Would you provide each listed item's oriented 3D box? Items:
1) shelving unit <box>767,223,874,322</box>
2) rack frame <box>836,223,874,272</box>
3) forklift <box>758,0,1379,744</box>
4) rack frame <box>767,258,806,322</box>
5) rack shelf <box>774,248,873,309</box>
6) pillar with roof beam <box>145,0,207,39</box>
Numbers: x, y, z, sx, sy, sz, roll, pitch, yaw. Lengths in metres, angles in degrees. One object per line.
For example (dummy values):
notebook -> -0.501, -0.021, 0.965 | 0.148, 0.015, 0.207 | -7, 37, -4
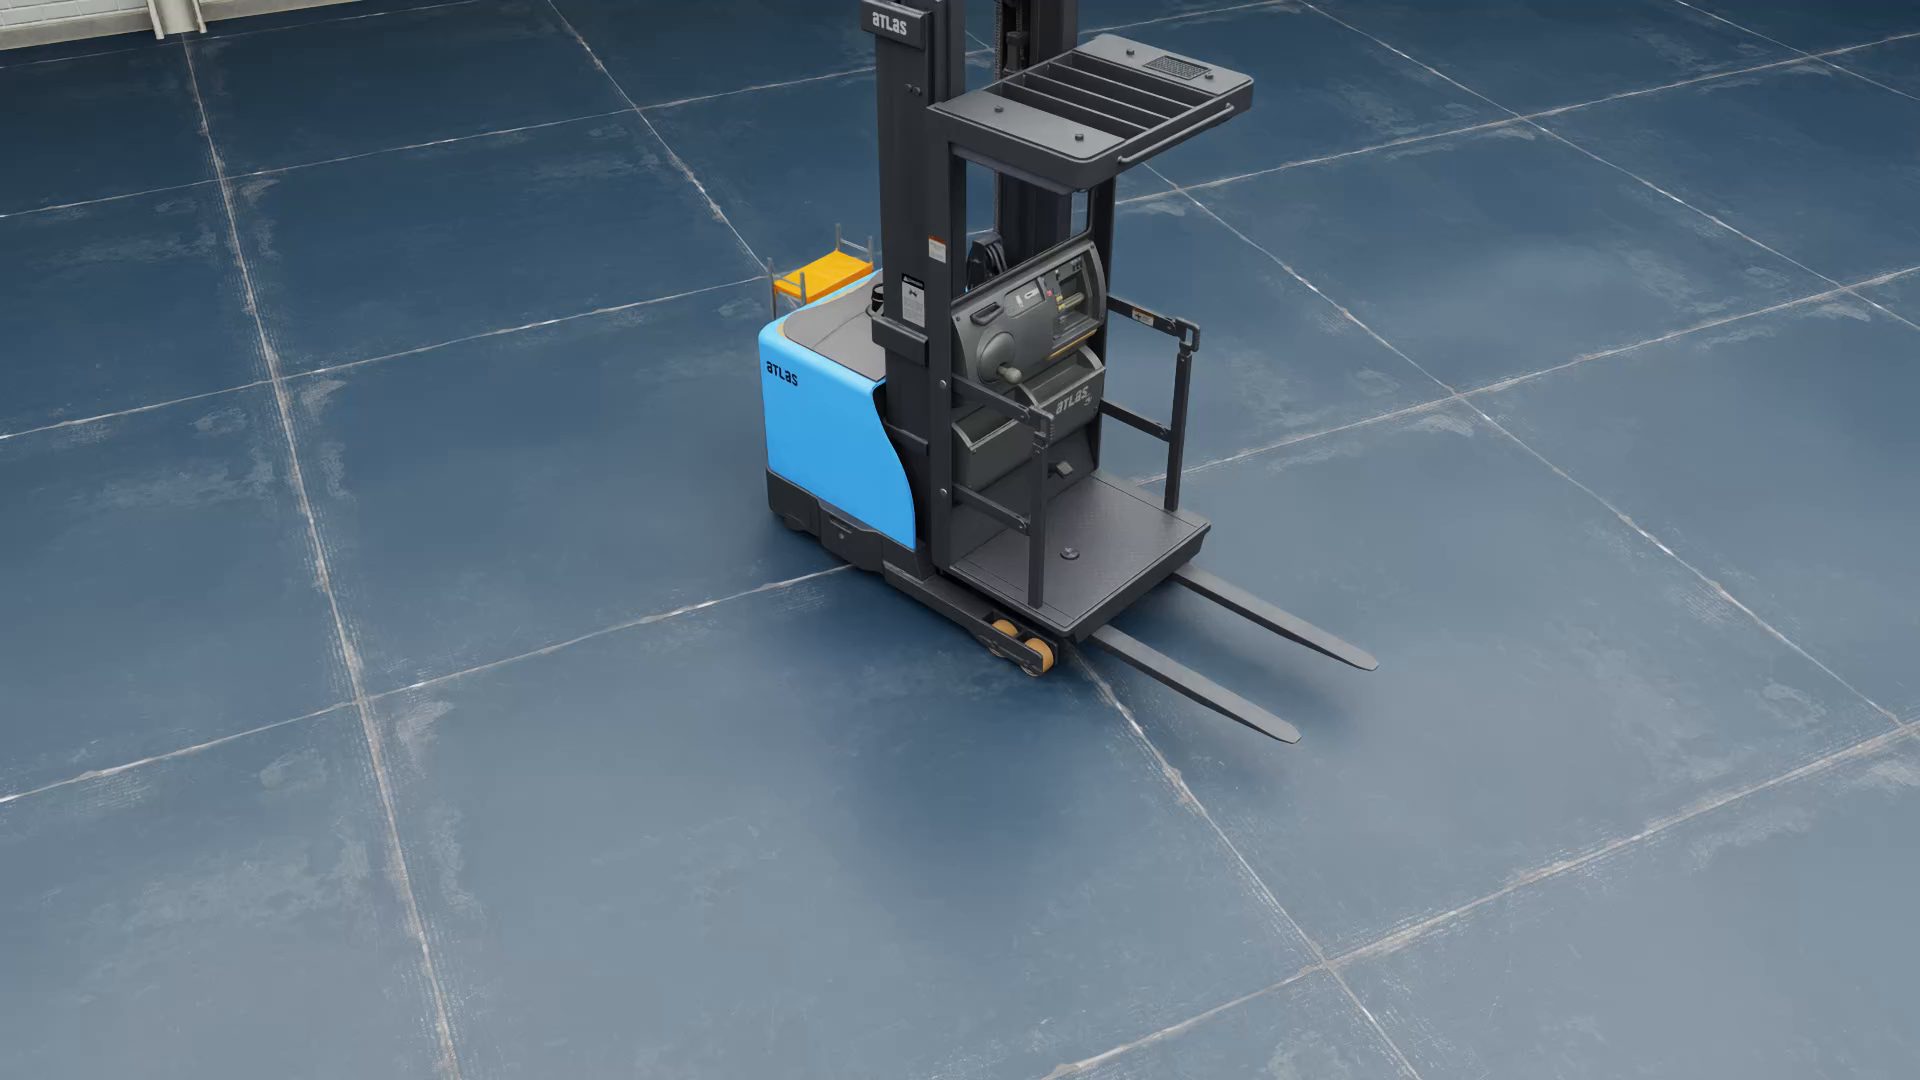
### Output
shelving unit -> -0.685, -0.955, 8.531 | 0.258, 1.200, 0.503 | 26, 44, 31
rack frame -> -0.530, -1.067, 8.682 | 0.240, 1.200, 0.015 | 26, 44, 31
forklift -> 0.464, -0.925, 7.036 | 3.031, 2.935, 1.130 | 29, 45, 33
rack frame -> -0.841, -0.843, 8.380 | 0.240, 1.200, 0.015 | 26, 44, 31
rack shelf -> -0.685, -1.271, 8.297 | 0.258, 0.148, 0.480 | 26, 44, 31
pillar with roof beam -> -4.764, -5.609, 8.258 | 0.400, 9.000, 9.100 | -16, 39, -20
